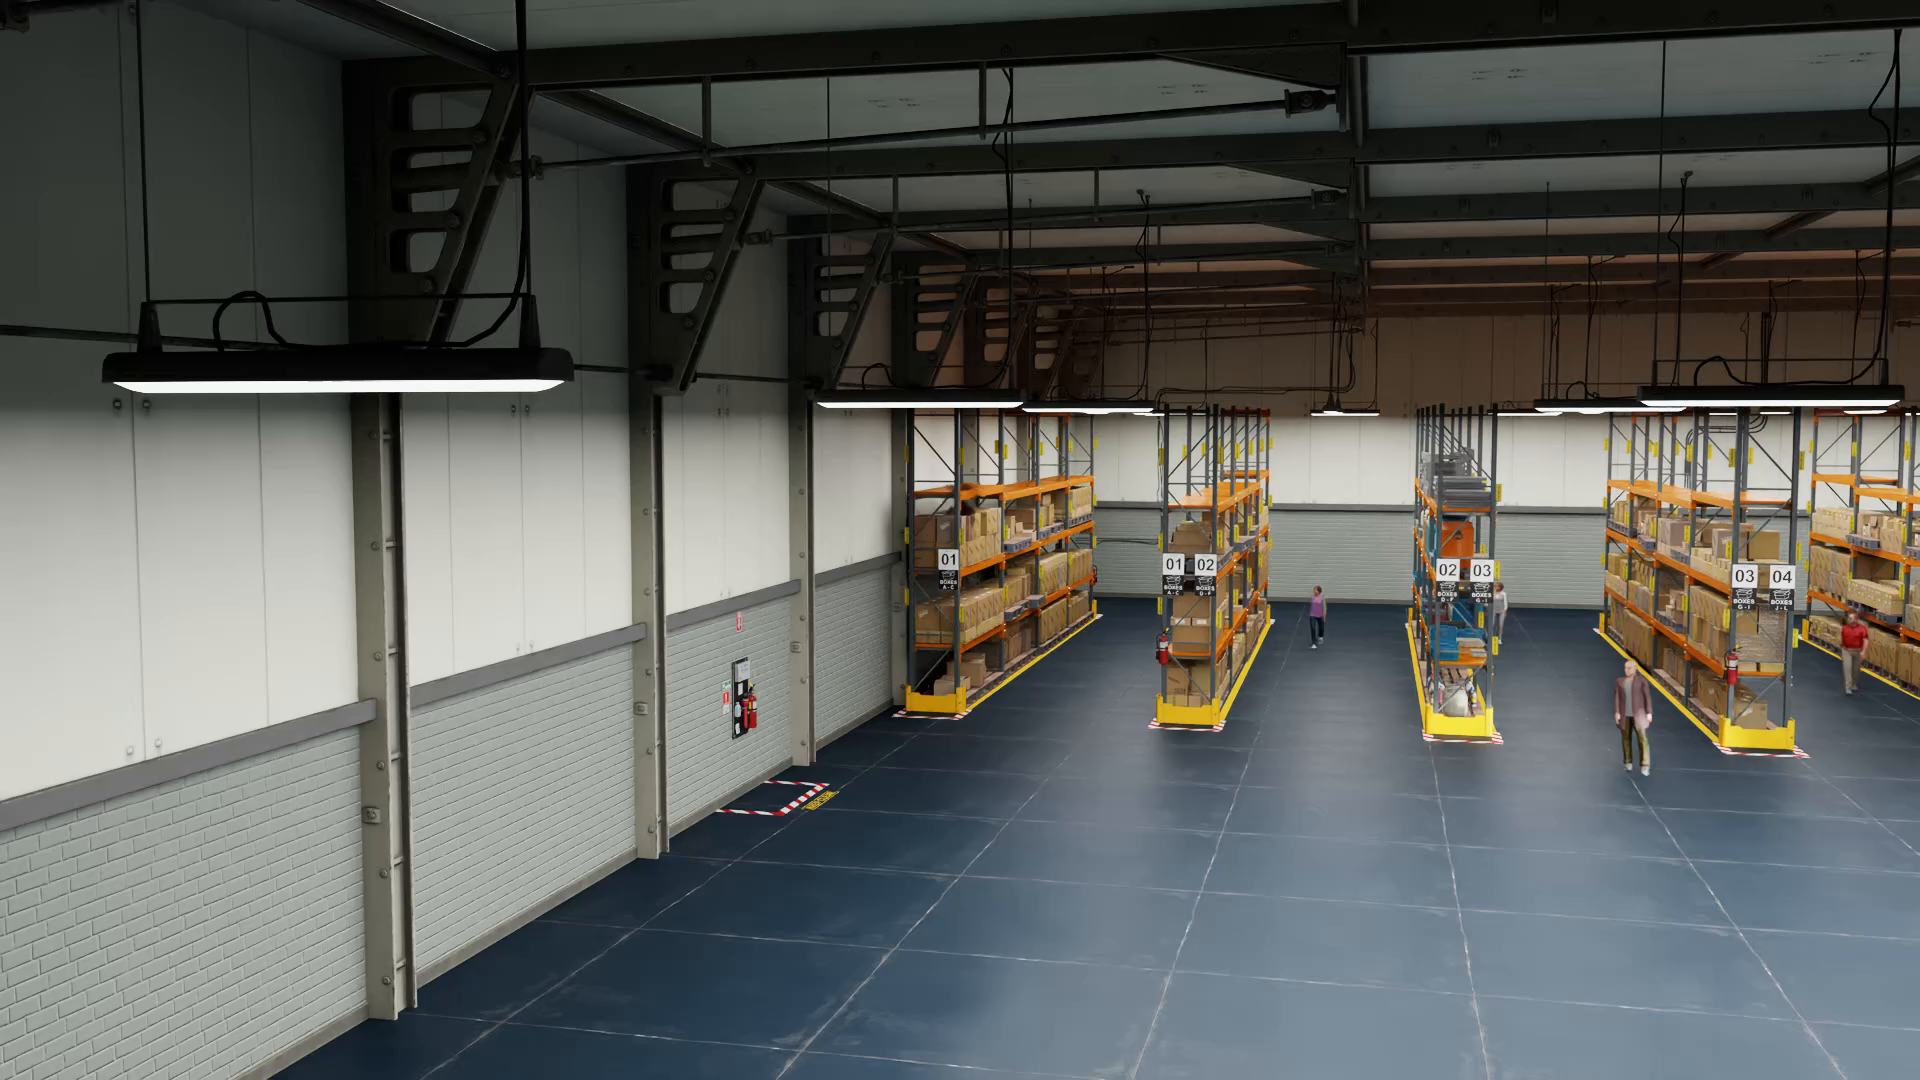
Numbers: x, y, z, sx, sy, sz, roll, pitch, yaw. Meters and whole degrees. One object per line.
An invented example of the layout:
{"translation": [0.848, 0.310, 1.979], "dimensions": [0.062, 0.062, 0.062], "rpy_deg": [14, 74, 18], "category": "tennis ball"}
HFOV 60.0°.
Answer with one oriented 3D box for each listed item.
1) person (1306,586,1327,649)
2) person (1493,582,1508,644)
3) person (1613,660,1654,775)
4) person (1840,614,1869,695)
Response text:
{"translation": [8.880, 1.914, 41.444], "dimensions": [0.519, 1.570, 0.533], "rpy_deg": [1, 4, 10], "category": "person"}
{"translation": [13.668, 1.852, 42.214], "dimensions": [0.431, 1.579, 0.485], "rpy_deg": [1, 4, 8], "category": "person"}
{"translation": [10.909, 2.866, 27.006], "dimensions": [0.659, 1.797, 0.504], "rpy_deg": [3, 5, 40], "category": "person"}
{"translation": [18.582, 2.371, 34.528], "dimensions": [0.486, 1.681, 0.991], "rpy_deg": [1, 4, 19], "category": "person"}
